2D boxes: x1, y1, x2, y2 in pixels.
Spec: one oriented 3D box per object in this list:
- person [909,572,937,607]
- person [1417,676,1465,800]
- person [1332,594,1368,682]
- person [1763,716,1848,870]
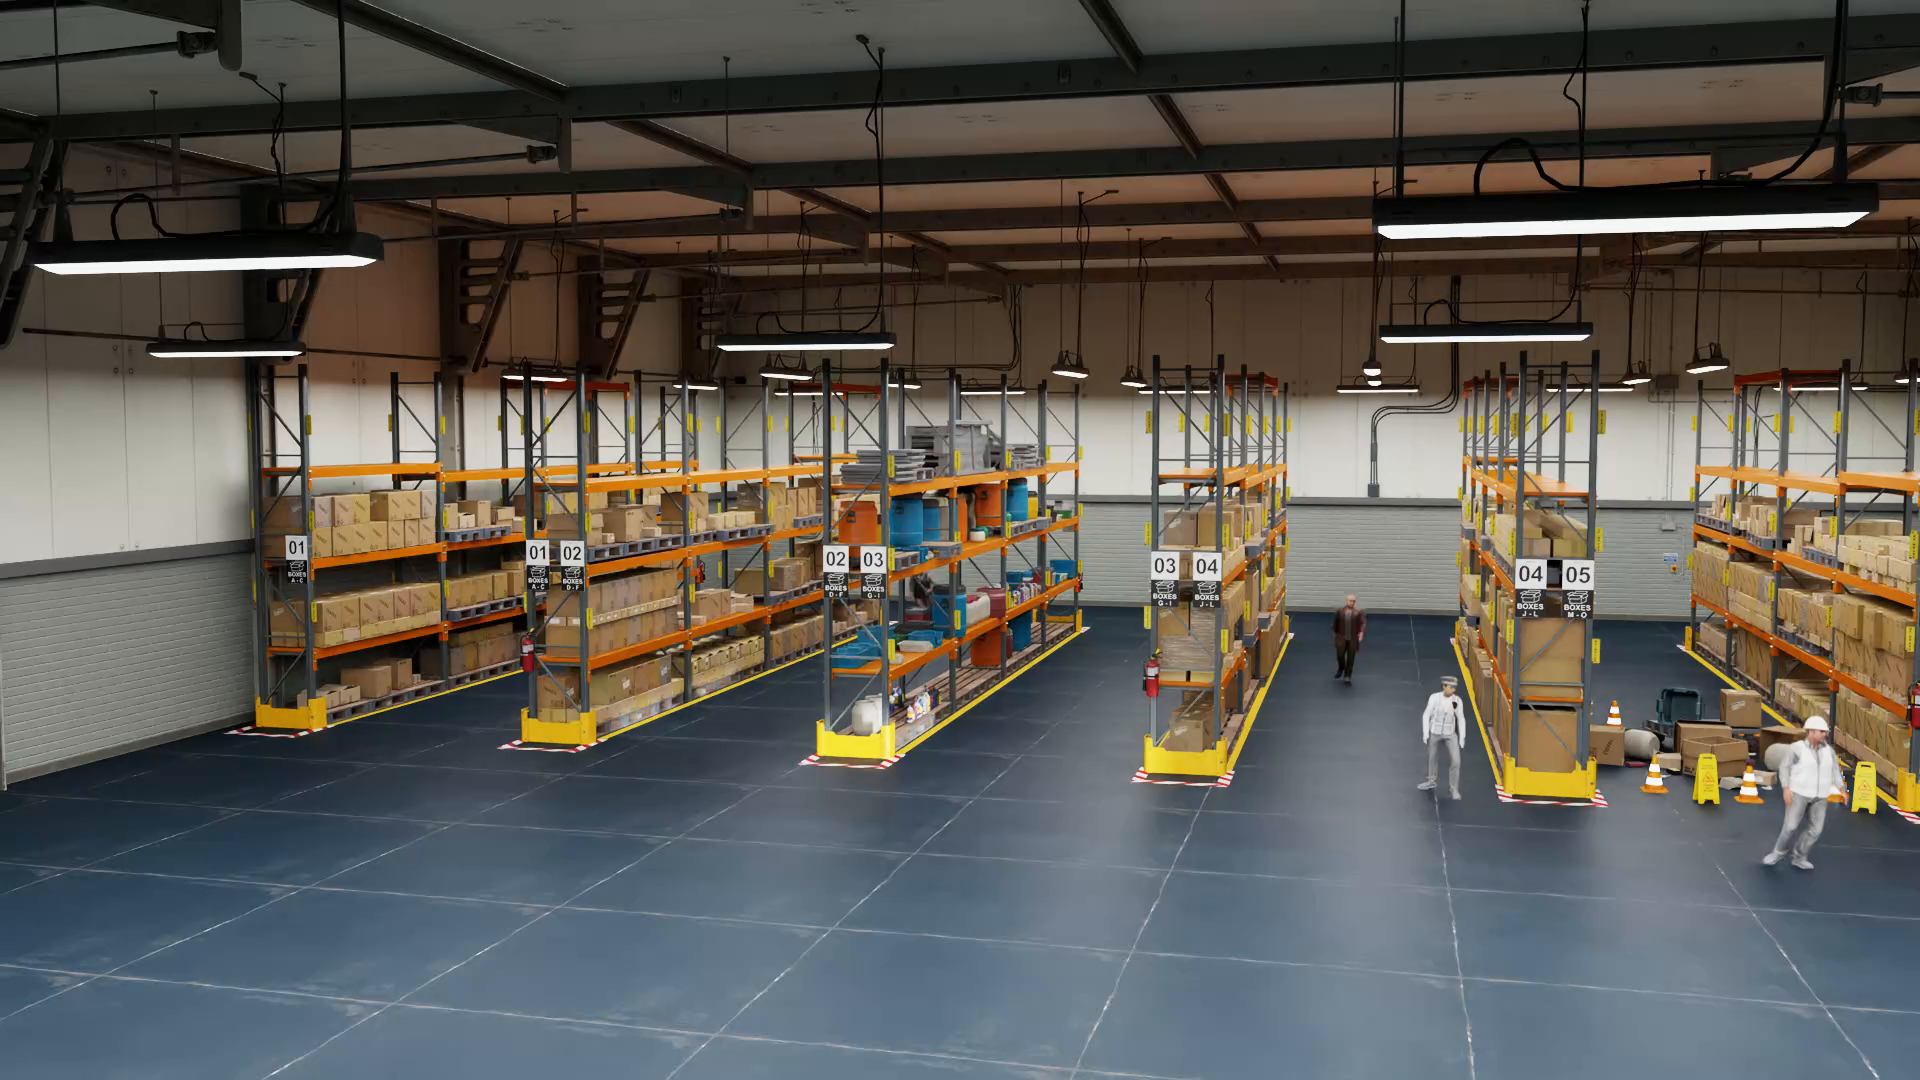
[{"bbox_3d":[-0.907,1.406,40.013,0.692,1.694,0.879,0,4,4],"label":"person"},{"bbox_3d":[6.527,2.645,22.533,0.614,1.659,0.613,1,4,16],"label":"person"},{"bbox_3d":[7.527,1.912,32.196,0.712,1.735,0.817,1,4,18],"label":"person"},{"bbox_3d":[9.489,2.844,18.637,0.772,1.738,0.582,0,4,-4],"label":"person"}]
